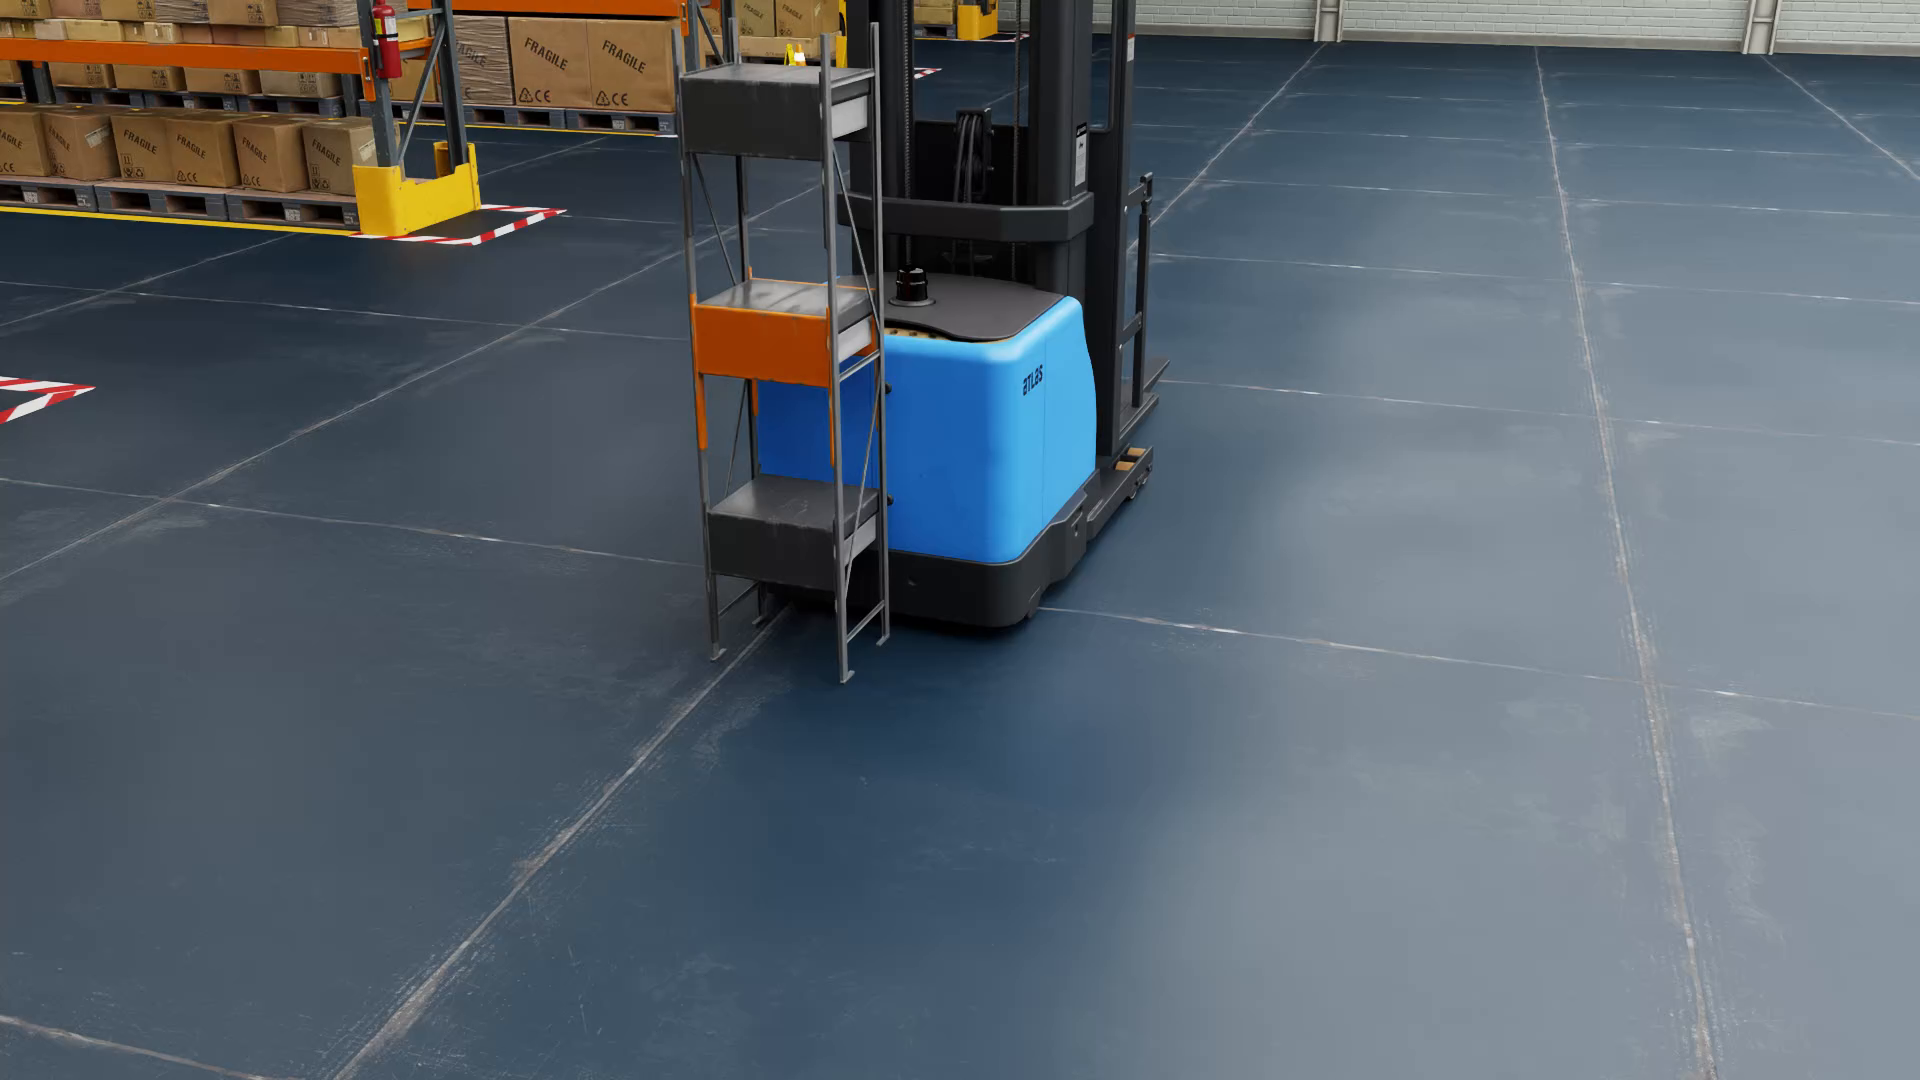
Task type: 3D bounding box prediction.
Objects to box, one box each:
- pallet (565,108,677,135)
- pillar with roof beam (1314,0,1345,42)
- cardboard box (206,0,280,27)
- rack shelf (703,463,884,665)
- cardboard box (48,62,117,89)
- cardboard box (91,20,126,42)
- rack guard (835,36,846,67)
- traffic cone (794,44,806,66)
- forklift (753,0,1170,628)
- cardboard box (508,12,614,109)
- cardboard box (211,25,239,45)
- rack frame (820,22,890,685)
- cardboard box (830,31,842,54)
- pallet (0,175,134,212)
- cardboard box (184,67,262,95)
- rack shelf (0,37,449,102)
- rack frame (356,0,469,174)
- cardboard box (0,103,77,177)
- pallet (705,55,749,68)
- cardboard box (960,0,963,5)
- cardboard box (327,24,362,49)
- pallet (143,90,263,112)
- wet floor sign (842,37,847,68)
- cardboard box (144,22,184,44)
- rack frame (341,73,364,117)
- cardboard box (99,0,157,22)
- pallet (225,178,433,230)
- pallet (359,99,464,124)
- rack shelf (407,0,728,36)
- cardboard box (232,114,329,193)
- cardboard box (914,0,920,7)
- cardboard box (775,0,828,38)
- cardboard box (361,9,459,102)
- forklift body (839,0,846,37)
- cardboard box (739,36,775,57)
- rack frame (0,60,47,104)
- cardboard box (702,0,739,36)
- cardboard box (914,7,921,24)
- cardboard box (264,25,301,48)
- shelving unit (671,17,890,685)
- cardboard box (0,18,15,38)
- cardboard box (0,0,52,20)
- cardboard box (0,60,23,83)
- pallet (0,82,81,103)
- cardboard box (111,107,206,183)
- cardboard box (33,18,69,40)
[{"bbox_3d":[-3.298,-4.389,17.191,1.213,0.211,1.003,7,23,15],"label":"pallet"},{"bbox_3d":[4.348,-10.191,19.756,0.400,9.000,9.100,7,23,16],"label":"pillar with roof beam"},{"bbox_3d":[-5.071,-4.094,12.275,0.500,0.500,0.875,7,23,16],"label":"cardboard box"},{"bbox_3d":[-0.556,0.072,5.708,0.480,0.518,0.431,8,24,19],"label":"rack shelf"},{"bbox_3d":[-9.612,-5.551,18.760,0.750,0.750,1.050,6,23,15],"label":"cardboard box"},{"bbox_3d":[-6.310,-3.858,12.555,0.250,0.149,0.380,7,23,16],"label":"cardboard box"},{"bbox_3d":[-1.250,-6.281,21.424,0.348,0.500,1.175,7,23,16],"label":"rack guard"},{"bbox_3d":[-1.961,-5.834,20.383,0.334,0.463,0.336,7,23,16],"label":"traffic cone"},{"bbox_3d":[0.217,-1.578,6.755,1.130,2.935,3.031,8,24,19],"label":"forklift"},{"bbox_3d":[-4.021,-4.977,17.197,0.875,0.875,0.875,6,23,15],"label":"cardboard box"},{"bbox_3d":[-5.328,-3.780,12.365,0.250,0.149,0.380,7,23,16],"label":"cardboard box"},{"bbox_3d":[-0.327,-0.556,5.359,0.015,2.100,0.400,8,24,19],"label":"rack frame"},{"bbox_3d":[-1.869,-6.540,21.832,0.500,0.250,0.500,6,23,15],"label":"cardboard box"},{"bbox_3d":[-7.216,-2.916,13.601,1.213,0.211,1.003,7,23,16],"label":"pallet"},{"bbox_3d":[-7.882,-5.354,18.281,0.750,0.750,1.050,7,23,15],"label":"cardboard box"},{"bbox_3d":[-5.954,-3.715,12.822,4.000,0.370,1.077,7,23,16],"label":"rack shelf"},{"bbox_3d":[-4.039,-3.829,12.151,0.127,3.000,1.000,7,23,16],"label":"rack frame"},{"bbox_3d":[-7.498,-3.247,13.473,0.500,0.500,0.500,6,23,14],"label":"cardboard box"},{"bbox_3d":[-3.181,-6.384,22.055,1.213,0.211,1.003,7,23,16],"label":"pallet"},{"bbox_3d":[-0.137,-8.514,25.984,0.500,0.250,0.500,7,23,16],"label":"cardboard box"},{"bbox_3d":[-4.372,-3.669,12.092,0.250,0.149,0.380,7,23,16],"label":"cardboard box"},{"bbox_3d":[-8.272,-4.958,18.580,1.213,0.211,1.003,7,23,16],"label":"pallet"},{"bbox_3d":[-1.304,-5.930,20.377,0.232,0.644,0.267,16,27,34],"label":"wet floor sign"},{"bbox_3d":[-5.838,-3.795,12.400,0.250,0.149,0.380,7,23,16],"label":"cardboard box"},{"bbox_3d":[-6.339,-6.058,17.587,0.127,3.000,1.000,7,23,16],"label":"rack frame"},{"bbox_3d":[-6.013,-4.224,12.590,0.500,0.500,0.875,7,23,16],"label":"cardboard box"},{"bbox_3d":[-4.880,-2.649,12.949,1.213,0.211,1.003,7,23,16],"label":"pallet"},{"bbox_3d":[-5.634,-4.656,17.843,1.213,0.211,1.003,7,23,15],"label":"pallet"},{"bbox_3d":[-4.425,-5.506,17.189,4.000,0.370,1.077,7,23,16],"label":"rack shelf"},{"bbox_3d":[-5.215,-2.994,12.857,0.500,0.500,0.500,13,26,29],"label":"cardboard box"},{"bbox_3d":[-0.780,-8.385,25.671,0.500,0.250,0.500,6,23,15],"label":"cardboard box"},{"bbox_3d":[-2.019,-6.691,21.212,0.500,0.500,0.500,7,23,16],"label":"cardboard box"},{"bbox_3d":[-5.758,-5.175,17.680,0.875,0.875,0.875,7,23,16],"label":"cardboard box"},{"bbox_3d":[-2.089,-8.385,24.379,1.214,2.155,2.313,7,23,16],"label":"forklift body"},{"bbox_3d":[-2.522,-6.402,21.494,0.500,0.250,0.500,7,23,16],"label":"cardboard box"},{"bbox_3d":[-7.869,-4.267,13.220,0.127,3.000,1.000,7,23,16],"label":"rack frame"},{"bbox_3d":[-3.001,-6.805,21.490,0.500,0.500,0.500,6,23,14],"label":"cardboard box"},{"bbox_3d":[-0.761,-8.150,25.756,0.500,0.250,0.500,7,23,15],"label":"cardboard box"},{"bbox_3d":[-4.865,-3.705,12.181,0.250,0.149,0.380,7,23,16],"label":"cardboard box"},{"bbox_3d":[-0.556,-0.588,5.438,0.503,2.100,0.431,8,24,19],"label":"shelving unit"},{"bbox_3d":[-7.267,-3.969,12.823,0.250,0.149,0.380,7,23,16],"label":"cardboard box"},{"bbox_3d":[-6.988,-4.312,12.805,0.500,0.500,0.875,7,23,16],"label":"cardboard box"},{"bbox_3d":[-10.875,-5.512,18.995,0.500,0.500,0.500,6,23,15],"label":"cardboard box"},{"bbox_3d":[-10.917,-5.293,19.395,1.213,0.211,1.003,7,23,16],"label":"pallet"},{"bbox_3d":[-6.330,-3.147,13.230,0.500,0.500,0.500,4,23,11],"label":"cardboard box"},{"bbox_3d":[-6.798,-3.902,12.662,0.250,0.149,0.380,7,23,16],"label":"cardboard box"}]
